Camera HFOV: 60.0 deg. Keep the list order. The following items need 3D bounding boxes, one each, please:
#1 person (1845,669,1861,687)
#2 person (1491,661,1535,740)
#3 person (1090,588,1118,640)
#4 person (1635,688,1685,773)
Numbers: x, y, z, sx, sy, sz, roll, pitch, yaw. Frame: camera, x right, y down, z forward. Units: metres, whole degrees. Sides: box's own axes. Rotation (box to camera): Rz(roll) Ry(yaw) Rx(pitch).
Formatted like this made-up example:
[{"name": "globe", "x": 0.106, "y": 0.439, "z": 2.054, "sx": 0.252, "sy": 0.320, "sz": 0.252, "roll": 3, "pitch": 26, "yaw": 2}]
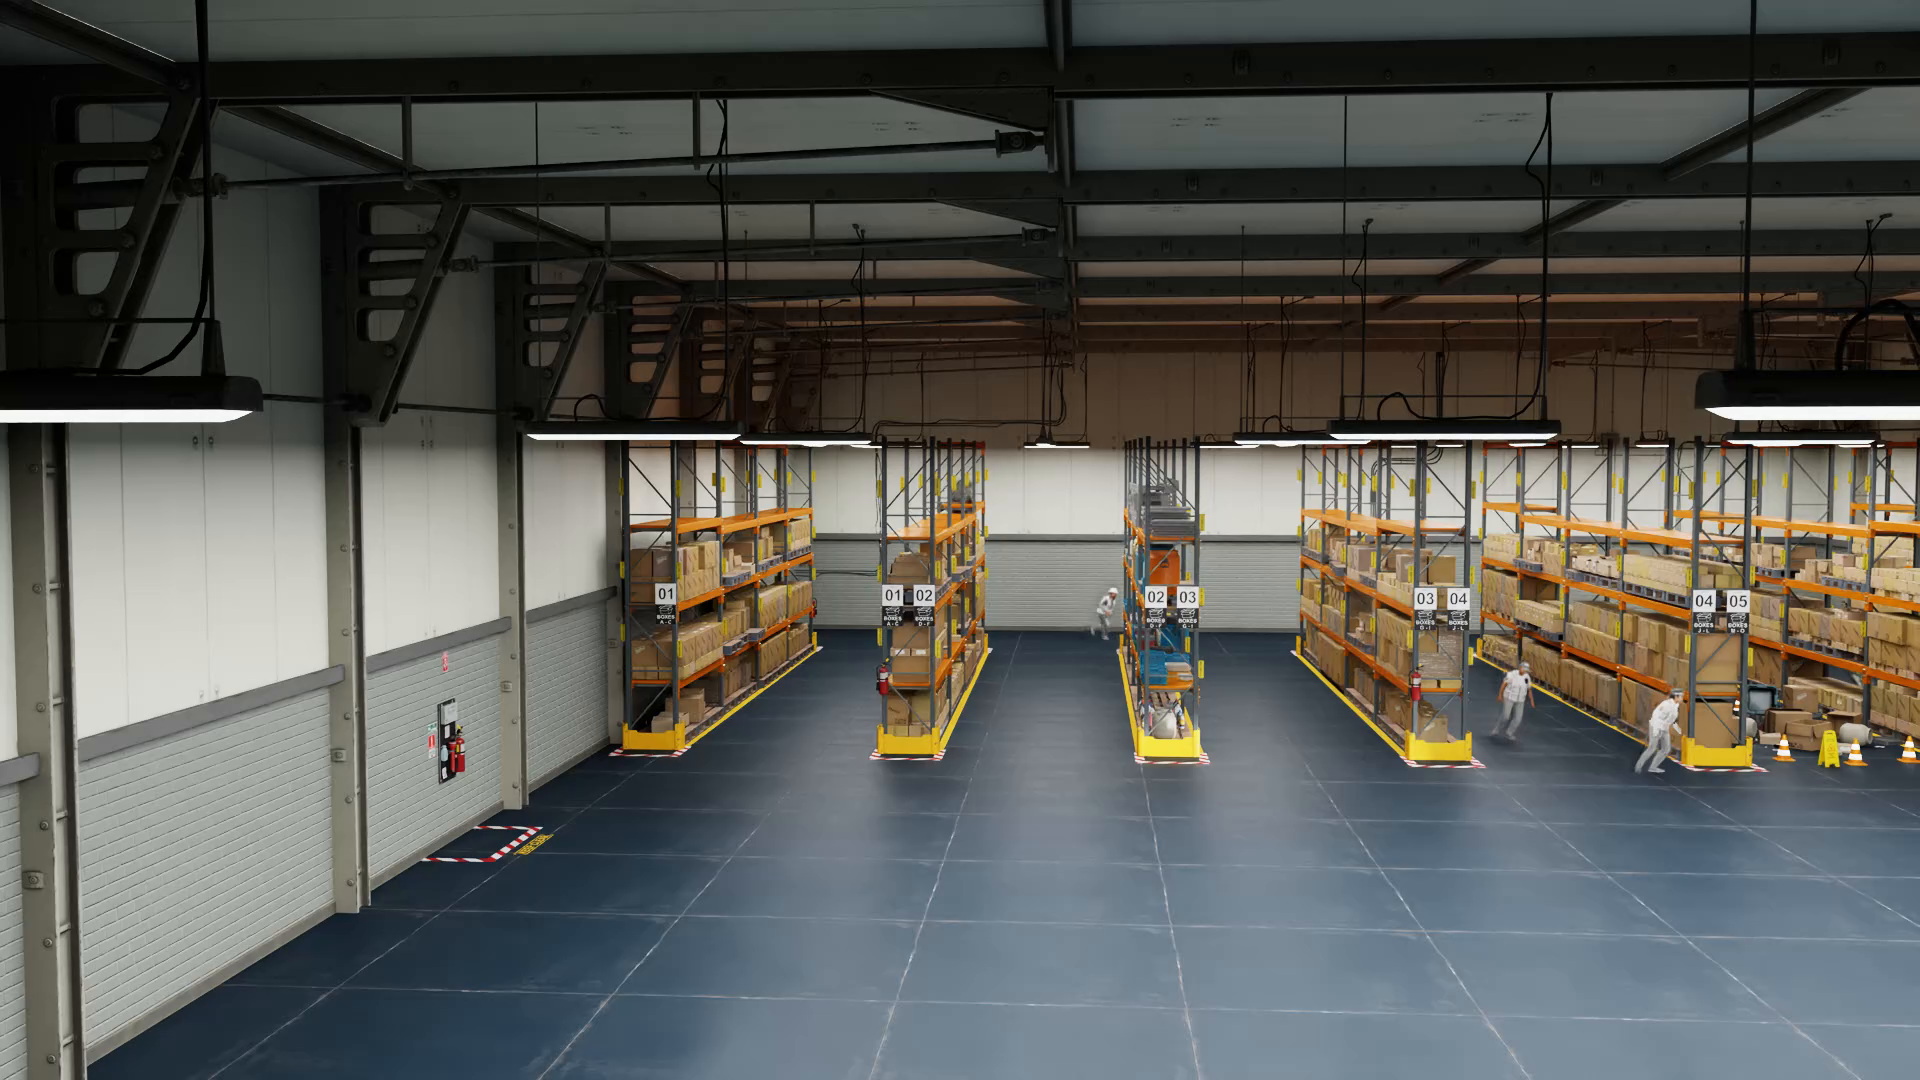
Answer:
[{"name": "person", "x": 21.121, "y": 2.808, "z": 39.385, "sx": 0.620, "sy": 1.606, "sz": 0.749, "roll": -1, "pitch": 3, "yaw": -13}, {"name": "person", "x": 10.958, "y": 3.166, "z": 32.889, "sx": 0.737, "sy": 1.580, "sz": 0.661, "roll": 0, "pitch": 3, "yaw": -3}, {"name": "person", "x": 4.383, "y": 2.233, "z": 50.446, "sx": 1.016, "sy": 1.599, "sz": 0.664, "roll": 3, "pitch": 4, "yaw": 40}, {"name": "person", "x": 12.438, "y": 3.383, "z": 29.531, "sx": 0.595, "sy": 1.557, "sz": 0.784, "roll": -2, "pitch": 4, "yaw": -37}]
